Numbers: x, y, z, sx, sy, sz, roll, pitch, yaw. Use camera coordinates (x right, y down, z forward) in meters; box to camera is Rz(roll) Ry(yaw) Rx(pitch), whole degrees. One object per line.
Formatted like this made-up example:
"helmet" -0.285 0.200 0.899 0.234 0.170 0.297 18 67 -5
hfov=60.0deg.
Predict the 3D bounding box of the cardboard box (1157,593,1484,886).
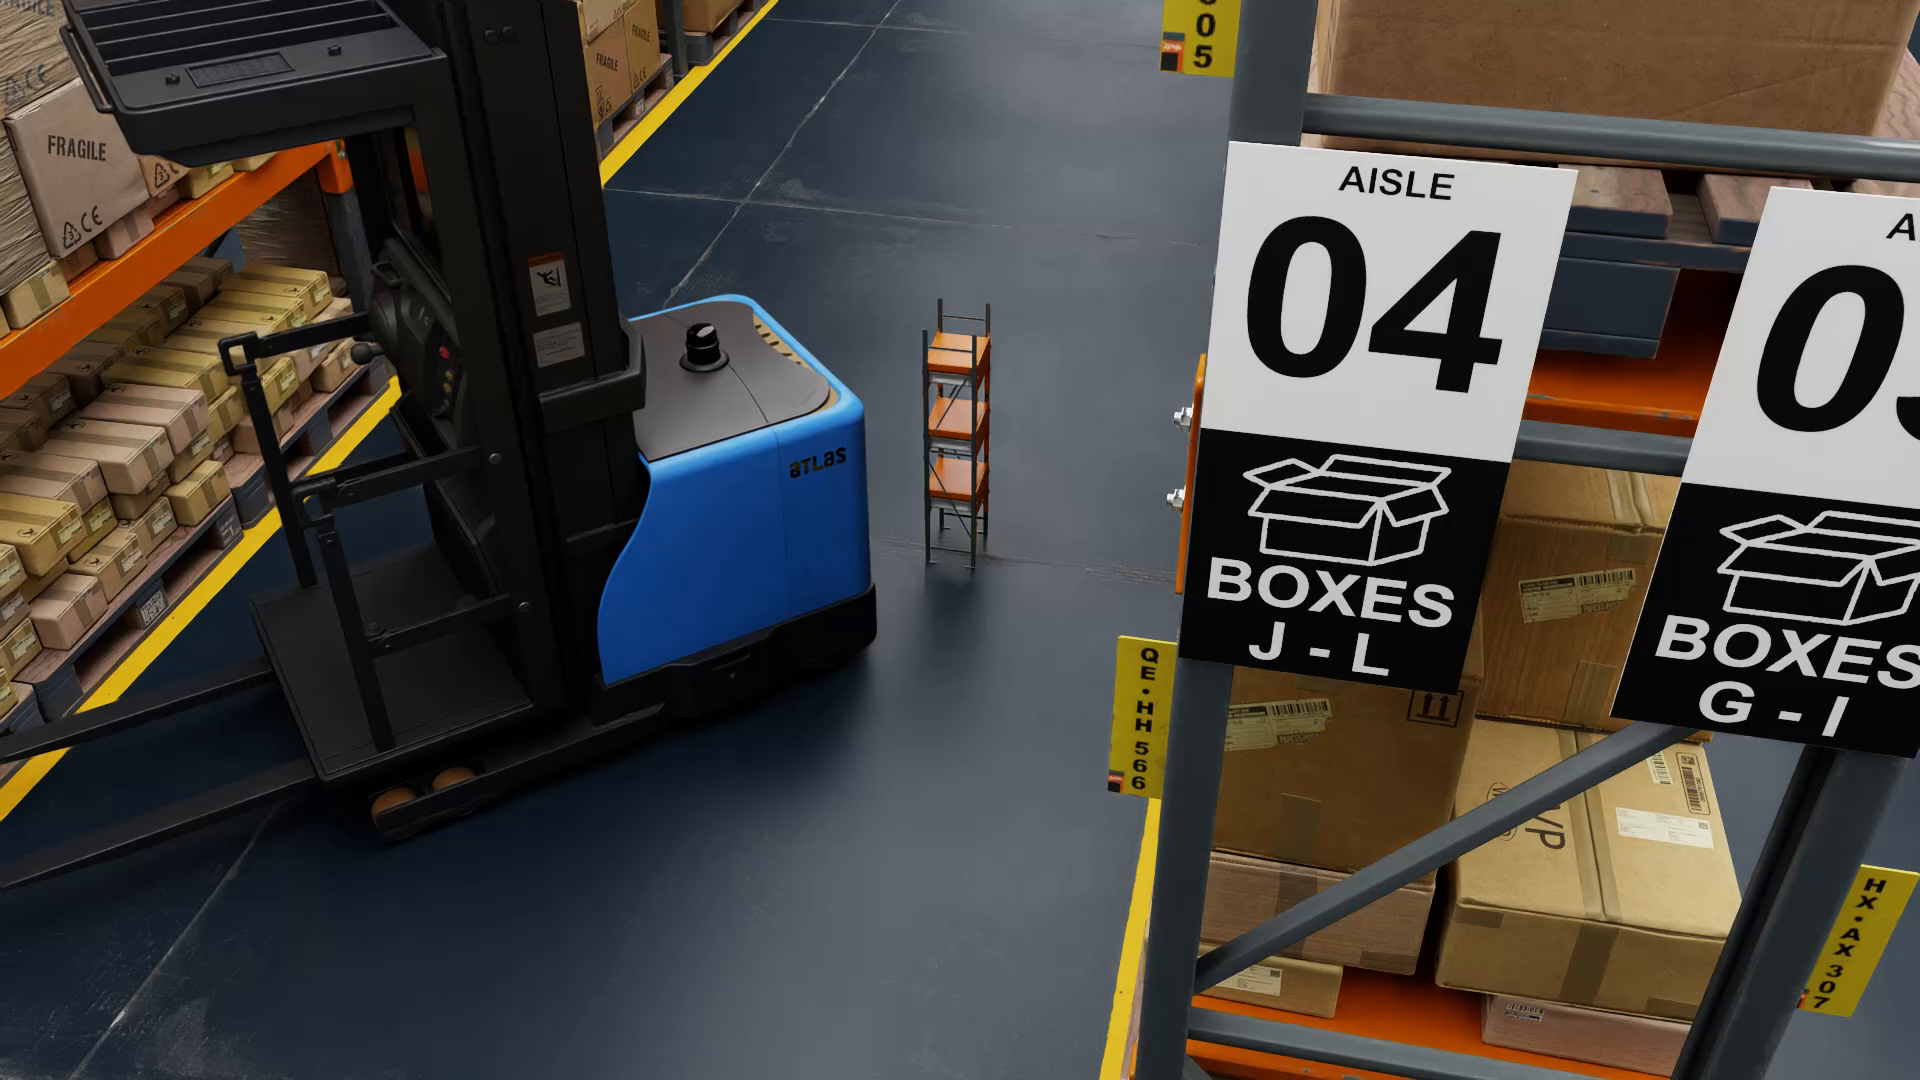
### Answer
"cardboard box" 0.664 0.249 3.086 0.500 0.500 0.500 8 37 11

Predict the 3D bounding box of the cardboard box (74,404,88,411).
"cardboard box" -3.586 -0.562 6.787 0.380 0.149 0.250 6 36 8

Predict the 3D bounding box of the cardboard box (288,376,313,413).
"cardboard box" -3.041 -0.658 7.173 0.380 0.149 0.250 8 37 11

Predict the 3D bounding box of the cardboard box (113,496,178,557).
"cardboard box" -3.246 -0.062 6.351 0.380 0.149 0.250 8 37 11

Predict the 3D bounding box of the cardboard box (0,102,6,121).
"cardboard box" -3.312 -1.423 4.967 0.500 0.500 0.500 6 36 8

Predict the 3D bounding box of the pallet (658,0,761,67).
"pallet" -2.056 -3.655 11.613 1.003 0.211 1.213 7 37 10

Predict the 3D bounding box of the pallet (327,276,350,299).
"pallet" -2.988 -1.366 8.454 1.003 0.211 1.213 7 37 10

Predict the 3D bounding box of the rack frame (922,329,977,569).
"rack frame" -0.037 -0.324 6.303 0.200 1.050 0.008 7 37 10

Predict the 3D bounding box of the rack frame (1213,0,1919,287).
"rack frame" 0.817 -1.504 1.158 1.000 3.000 0.127 7 37 10

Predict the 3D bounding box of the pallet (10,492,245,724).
"pallet" -3.520 0.172 6.333 1.003 0.211 1.213 7 37 10

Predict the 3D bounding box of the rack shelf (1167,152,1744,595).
"rack shelf" 1.244 -1.145 3.831 1.077 0.370 4.000 7 37 10

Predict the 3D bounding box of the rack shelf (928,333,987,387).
"rack shelf" -0.011 -0.671 6.199 0.184 0.087 0.229 7 37 10

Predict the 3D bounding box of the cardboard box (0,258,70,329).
"cardboard box" -3.248 -0.848 5.578 0.380 0.149 0.250 8 37 11

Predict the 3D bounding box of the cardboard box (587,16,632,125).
"cardboard box" -2.298 -2.792 9.819 0.500 0.500 0.500 9 37 12

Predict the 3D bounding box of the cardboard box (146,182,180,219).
"cardboard box" -3.171 -1.307 6.212 0.380 0.149 0.250 6 36 9

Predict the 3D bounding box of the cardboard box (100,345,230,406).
"cardboard box" -3.168 -0.634 6.633 0.380 0.149 0.250 8 37 11

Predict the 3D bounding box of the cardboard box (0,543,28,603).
"cardboard box" -3.402 0.119 5.595 0.380 0.149 0.250 9 37 12

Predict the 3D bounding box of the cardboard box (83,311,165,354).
"cardboard box" -3.551 -0.832 6.906 0.380 0.149 0.250 7 36 9

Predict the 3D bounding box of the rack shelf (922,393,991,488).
"rack shelf" -0.011 -0.386 6.406 0.215 0.259 0.240 7 37 10

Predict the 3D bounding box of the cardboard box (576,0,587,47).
"cardboard box" -2.409 -2.798 9.187 0.500 0.250 0.500 8 37 11

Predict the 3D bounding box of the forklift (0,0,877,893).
"forklift" -1.835 -0.570 5.038 3.031 2.935 1.130 -19 40 -25

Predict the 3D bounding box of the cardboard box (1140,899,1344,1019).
"cardboard box" 0.571 0.781 3.331 0.380 0.149 0.250 8 37 11

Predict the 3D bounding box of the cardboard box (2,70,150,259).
"cardboard box" -3.199 -1.314 5.668 0.500 0.500 0.500 7 37 10

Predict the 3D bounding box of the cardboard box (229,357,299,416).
"cardboard box" -2.995 -0.651 6.911 0.380 0.149 0.250 6 36 8

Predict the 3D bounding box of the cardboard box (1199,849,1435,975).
"cardboard box" 0.661 0.554 3.304 0.500 0.250 0.500 7 36 9

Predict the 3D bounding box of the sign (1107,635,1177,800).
"sign" 0.290 0.284 2.614 0.100 0.325 0.005 7 37 10

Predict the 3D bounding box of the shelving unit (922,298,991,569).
"shelving unit" -0.011 -0.394 6.400 0.215 1.050 0.252 7 37 10

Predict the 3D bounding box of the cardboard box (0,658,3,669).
"cardboard box" -3.404 0.406 5.452 0.380 0.149 0.250 8 37 11

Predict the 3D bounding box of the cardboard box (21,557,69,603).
"cardboard box" -3.423 0.081 5.900 0.380 0.149 0.250 9 37 12

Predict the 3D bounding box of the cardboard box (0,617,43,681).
"cardboard box" -3.437 0.375 5.749 0.380 0.149 0.250 7 37 10

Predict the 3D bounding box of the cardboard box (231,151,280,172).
"cardboard box" -2.933 -1.592 6.605 0.380 0.149 0.250 6 36 9

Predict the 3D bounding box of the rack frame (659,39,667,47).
"rack frame" -2.295 -4.341 10.183 0.949 2.616 0.053 7 37 10

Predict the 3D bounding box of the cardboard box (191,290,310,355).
"cardboard box" -2.990 -0.917 7.023 0.380 0.149 0.250 8 37 11

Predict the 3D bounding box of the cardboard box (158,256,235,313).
"cardboard box" -3.428 -1.133 7.322 0.380 0.149 0.250 9 37 12

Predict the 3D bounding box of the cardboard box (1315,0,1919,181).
"cardboard box" 0.876 -0.846 2.277 0.700 0.500 0.500 5 36 7

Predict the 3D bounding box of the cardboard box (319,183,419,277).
"cardboard box" -2.736 -1.597 8.169 0.500 0.500 0.500 9 37 12

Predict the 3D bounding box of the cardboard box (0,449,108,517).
"cardboard box" -3.341 -0.182 6.010 0.380 0.149 0.250 7 37 10

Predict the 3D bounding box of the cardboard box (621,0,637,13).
"cardboard box" -2.188 -3.378 9.988 0.500 0.250 0.500 6 36 9
